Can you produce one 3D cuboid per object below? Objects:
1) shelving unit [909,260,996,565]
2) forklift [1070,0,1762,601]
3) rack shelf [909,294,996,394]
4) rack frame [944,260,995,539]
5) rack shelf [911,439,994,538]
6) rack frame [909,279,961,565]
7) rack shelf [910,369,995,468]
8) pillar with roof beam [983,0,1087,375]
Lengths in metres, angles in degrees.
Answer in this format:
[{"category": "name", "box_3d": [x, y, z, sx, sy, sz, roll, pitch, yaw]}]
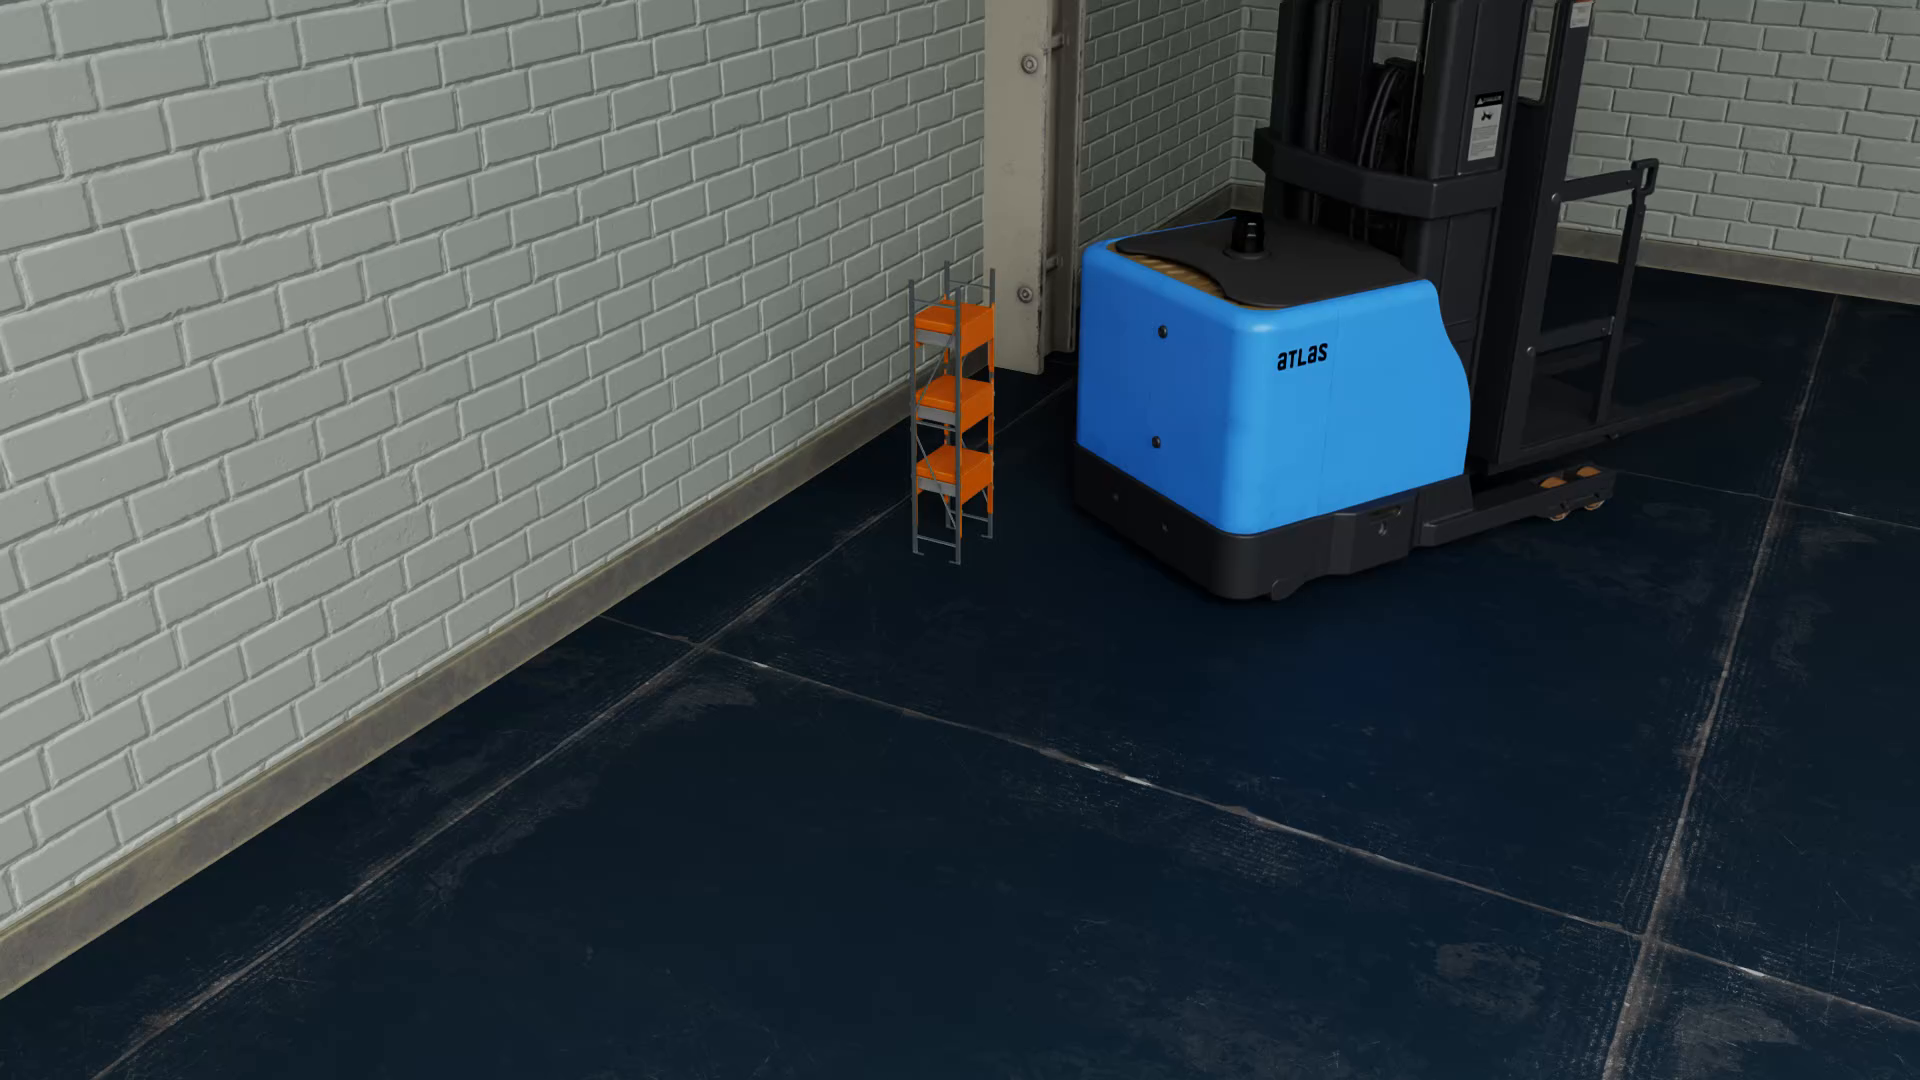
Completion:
[{"category": "shelving unit", "box_3d": [-0.026, -0.449, 5.973, 0.215, 1.050, 0.252, 14, 30, 26]}, {"category": "forklift", "box_3d": [1.956, -1.571, 6.115, 3.031, 2.935, 1.130, -15, 30, -27]}, {"category": "rack shelf", "box_3d": [-0.026, -0.693, 5.851, 0.215, 0.259, 0.240, 14, 30, 26]}, {"category": "rack frame", "box_3d": [0.034, -0.496, 6.068, 0.200, 1.050, 0.008, 14, 30, 26]}, {"category": "rack shelf", "box_3d": [-0.026, -0.191, 6.102, 0.215, 0.259, 0.240, 14, 30, 26]}, {"category": "rack frame", "box_3d": [-0.086, -0.401, 5.878, 0.200, 1.050, 0.008, 14, 30, 26]}, {"category": "rack shelf", "box_3d": [-0.026, -0.439, 5.978, 0.215, 0.259, 0.240, 14, 30, 26]}, {"category": "pillar with roof beam", "box_3d": [4.081, -3.961, 4.110, 9.100, 9.000, 0.400, 14, 30, 26]}]
